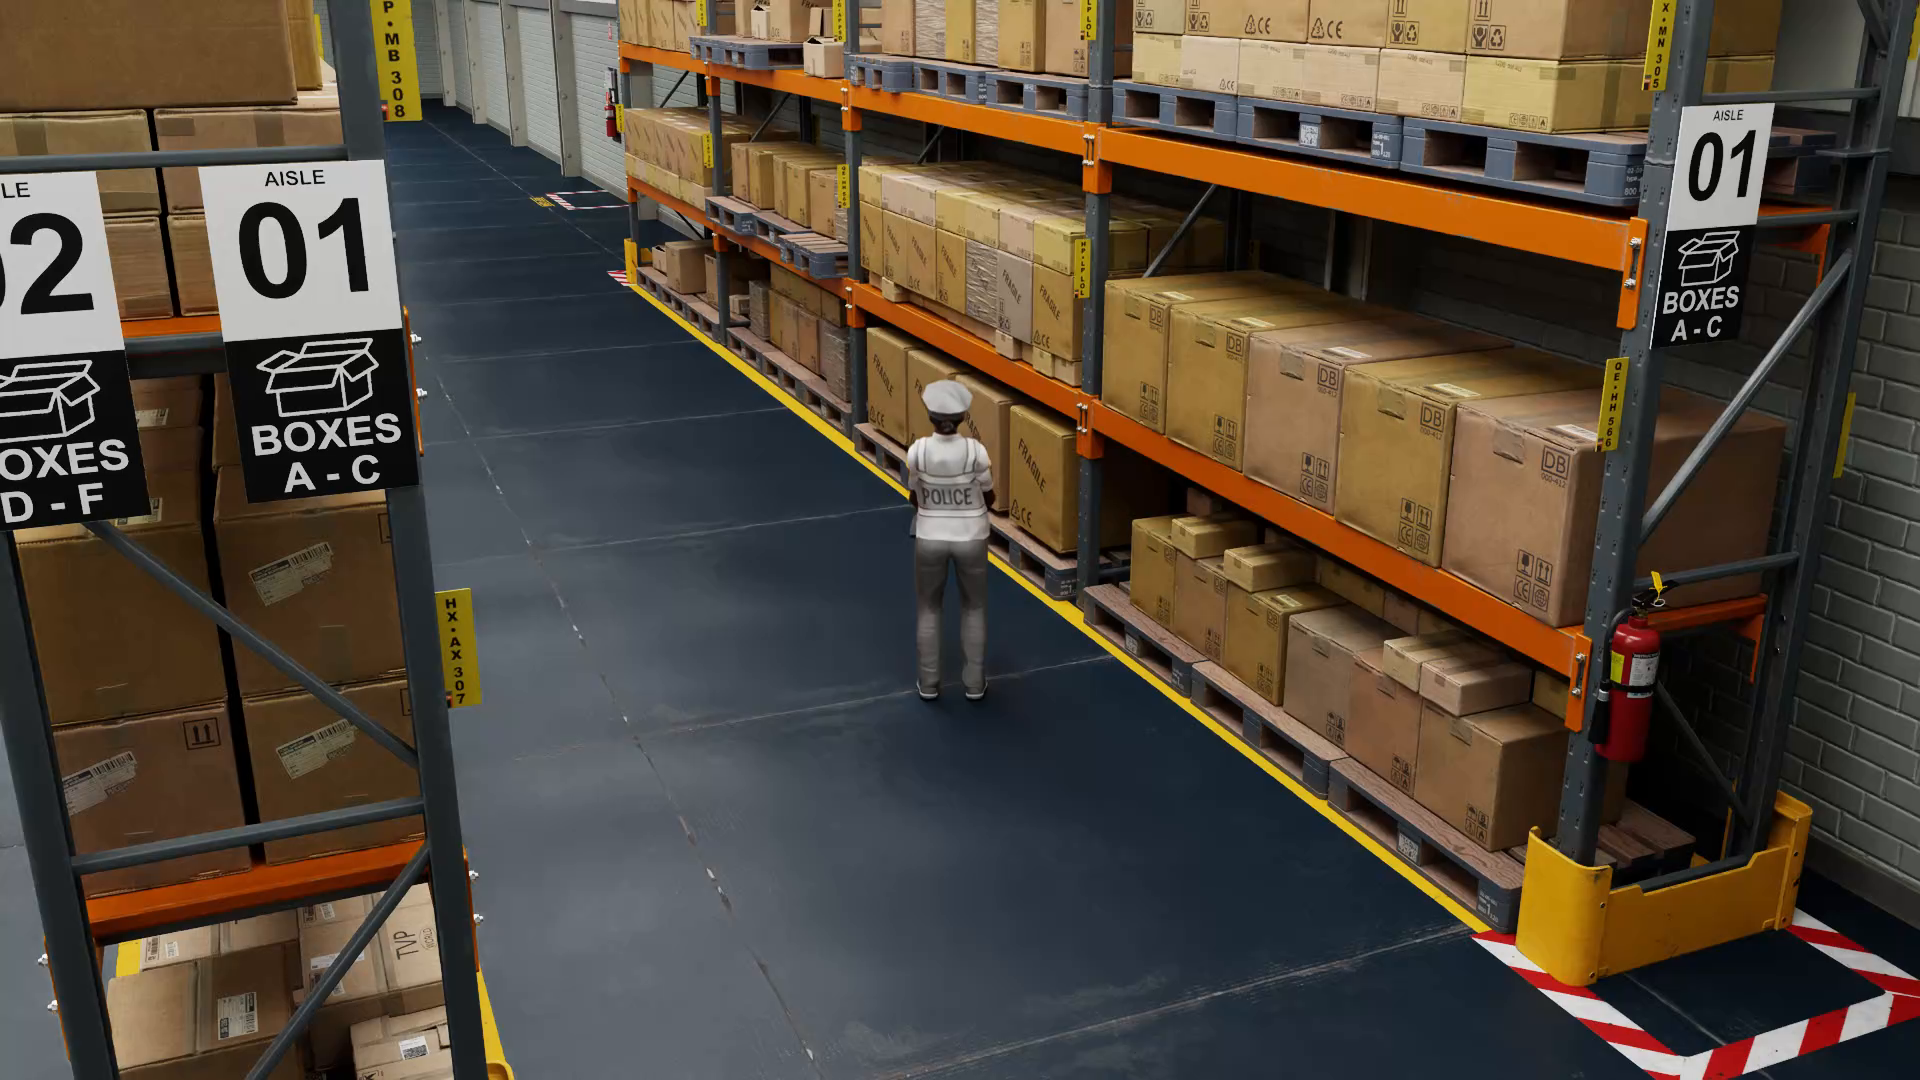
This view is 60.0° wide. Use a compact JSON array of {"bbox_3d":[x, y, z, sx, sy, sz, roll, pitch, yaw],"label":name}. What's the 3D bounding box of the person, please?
[{"bbox_3d":[-0.040,-0.016,8.577,0.451,1.689,0.527,1,19,3],"label":"person"}]
